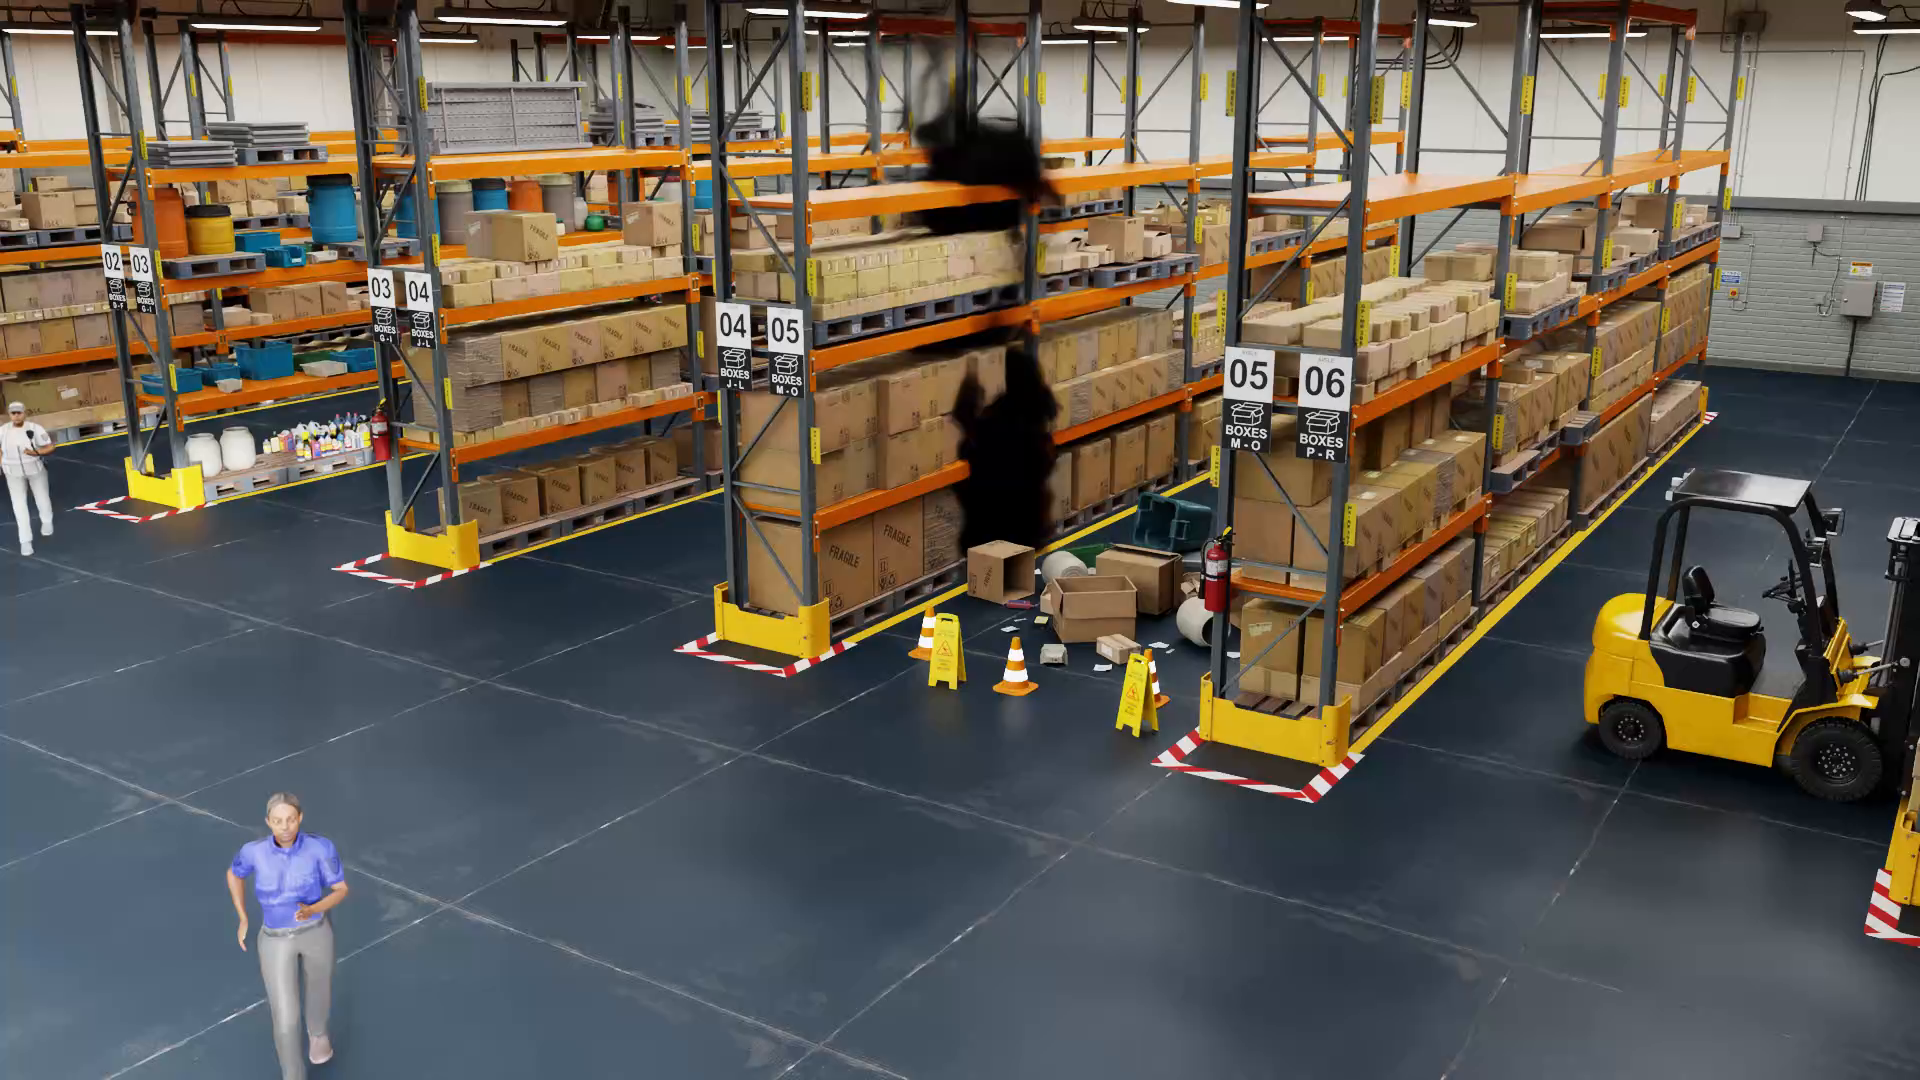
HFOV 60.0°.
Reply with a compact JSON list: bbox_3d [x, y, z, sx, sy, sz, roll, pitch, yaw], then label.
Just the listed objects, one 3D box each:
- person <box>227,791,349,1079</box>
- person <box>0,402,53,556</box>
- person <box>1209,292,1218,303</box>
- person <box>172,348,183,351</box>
[{"bbox_3d":[-3.427,2.148,8.598,0.547,1.620,0.777,-8,17,-27],"label":"person"},{"bbox_3d":[-10.499,-0.744,18.727,0.585,1.654,0.942,-7,17,-24],"label":"person"},{"bbox_3d":[4.181,-3.217,27.557,0.714,1.778,0.936,8,17,26],"label":"person"},{"bbox_3d":[-13.076,-3.168,27.633,0.517,1.608,0.631,8,17,27],"label":"person"}]
